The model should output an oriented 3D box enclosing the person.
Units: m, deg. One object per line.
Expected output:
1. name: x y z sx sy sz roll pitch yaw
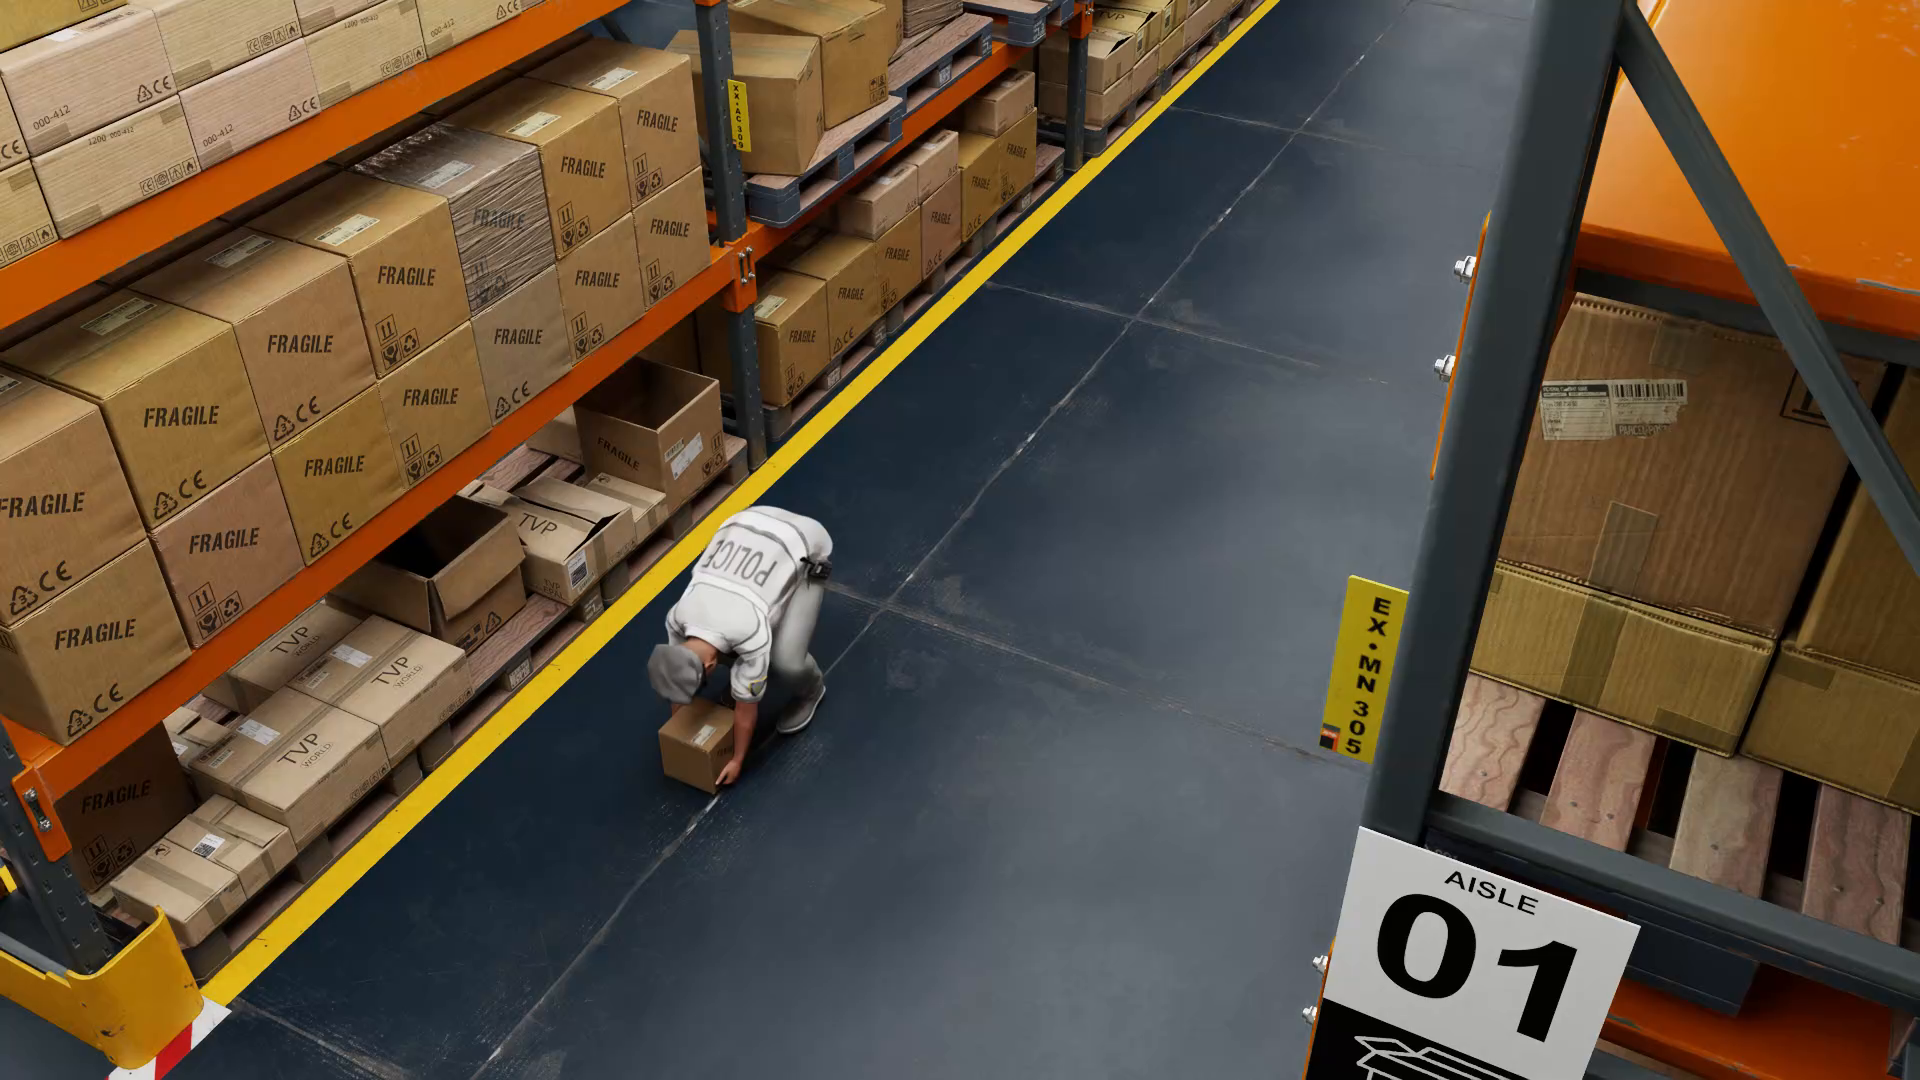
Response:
1. person: -0.895 0.428 6.856 0.542 0.939 1.023 18 41 22
